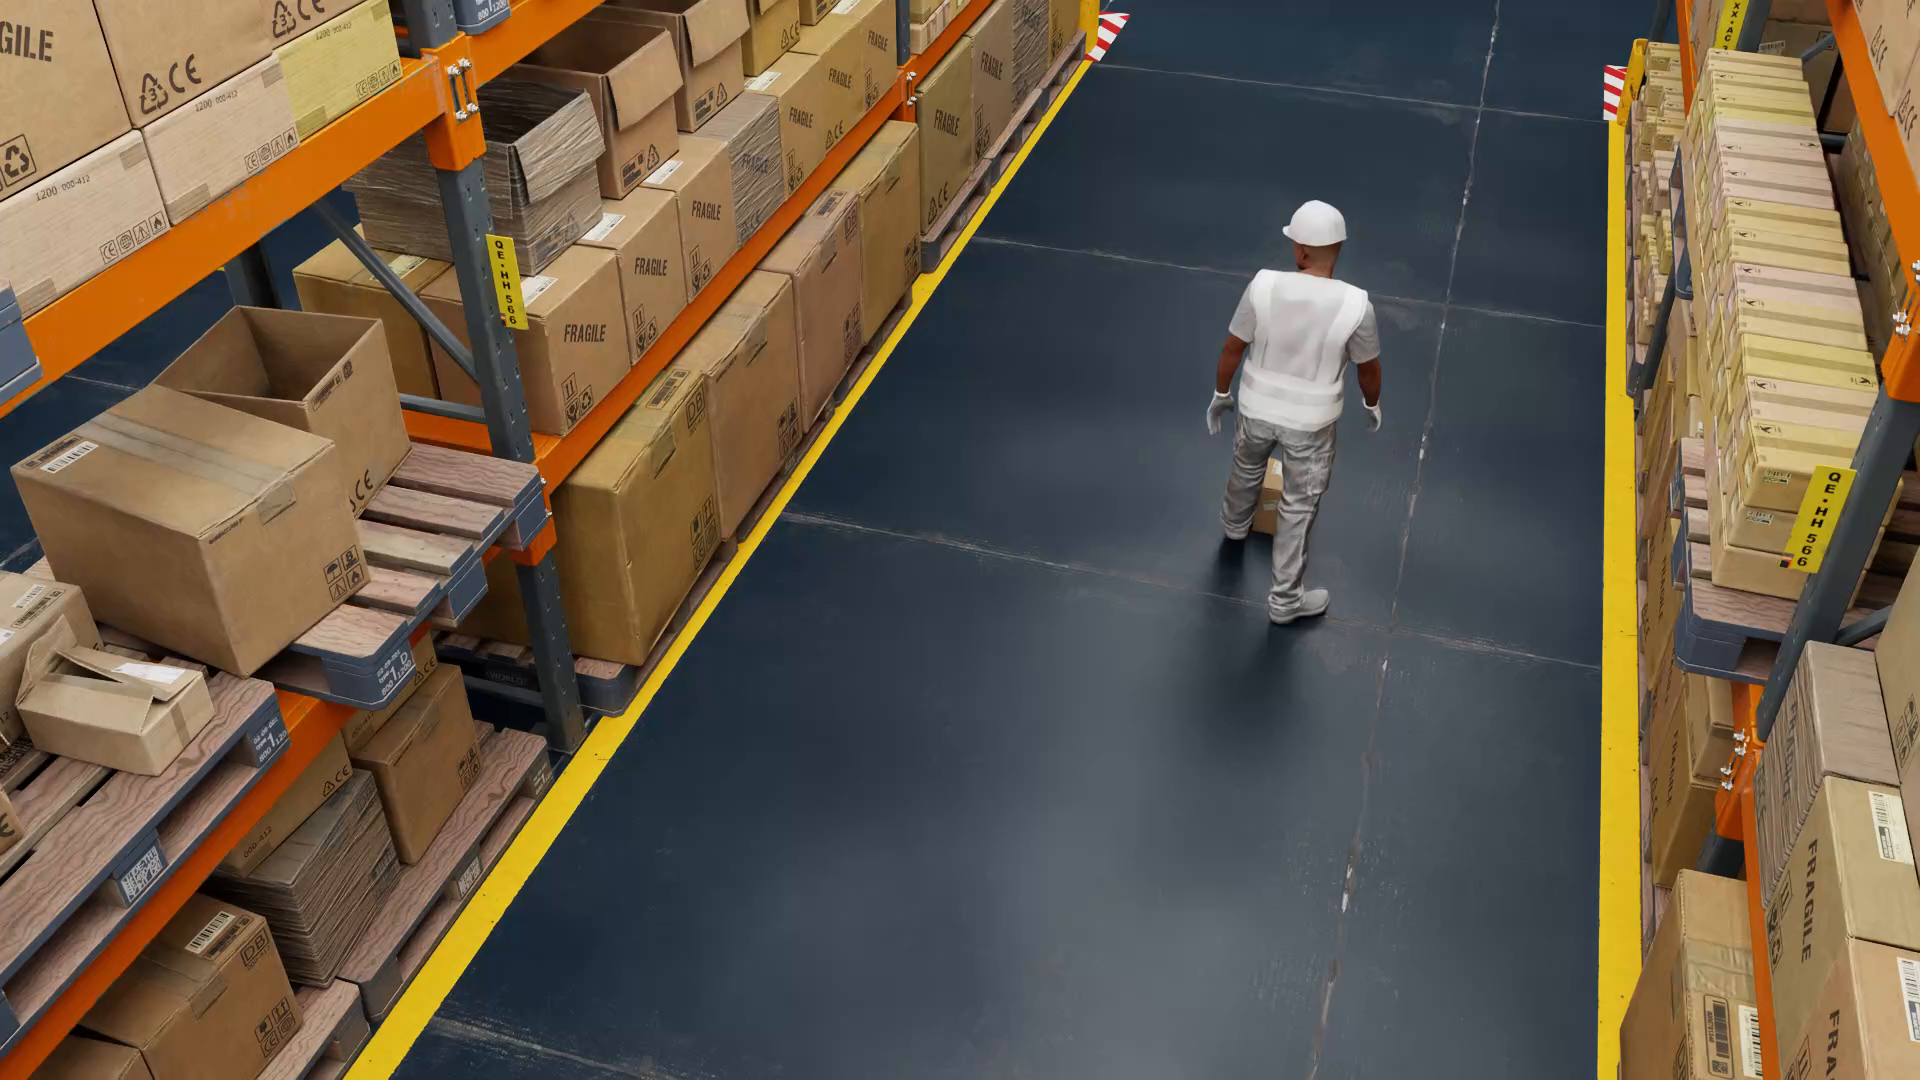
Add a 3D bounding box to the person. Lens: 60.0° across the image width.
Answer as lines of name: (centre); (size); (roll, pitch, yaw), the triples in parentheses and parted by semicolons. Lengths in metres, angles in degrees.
person: (1.393, -0.584, 6.899); (0.672, 1.753, 0.759); (19, 41, 24)
